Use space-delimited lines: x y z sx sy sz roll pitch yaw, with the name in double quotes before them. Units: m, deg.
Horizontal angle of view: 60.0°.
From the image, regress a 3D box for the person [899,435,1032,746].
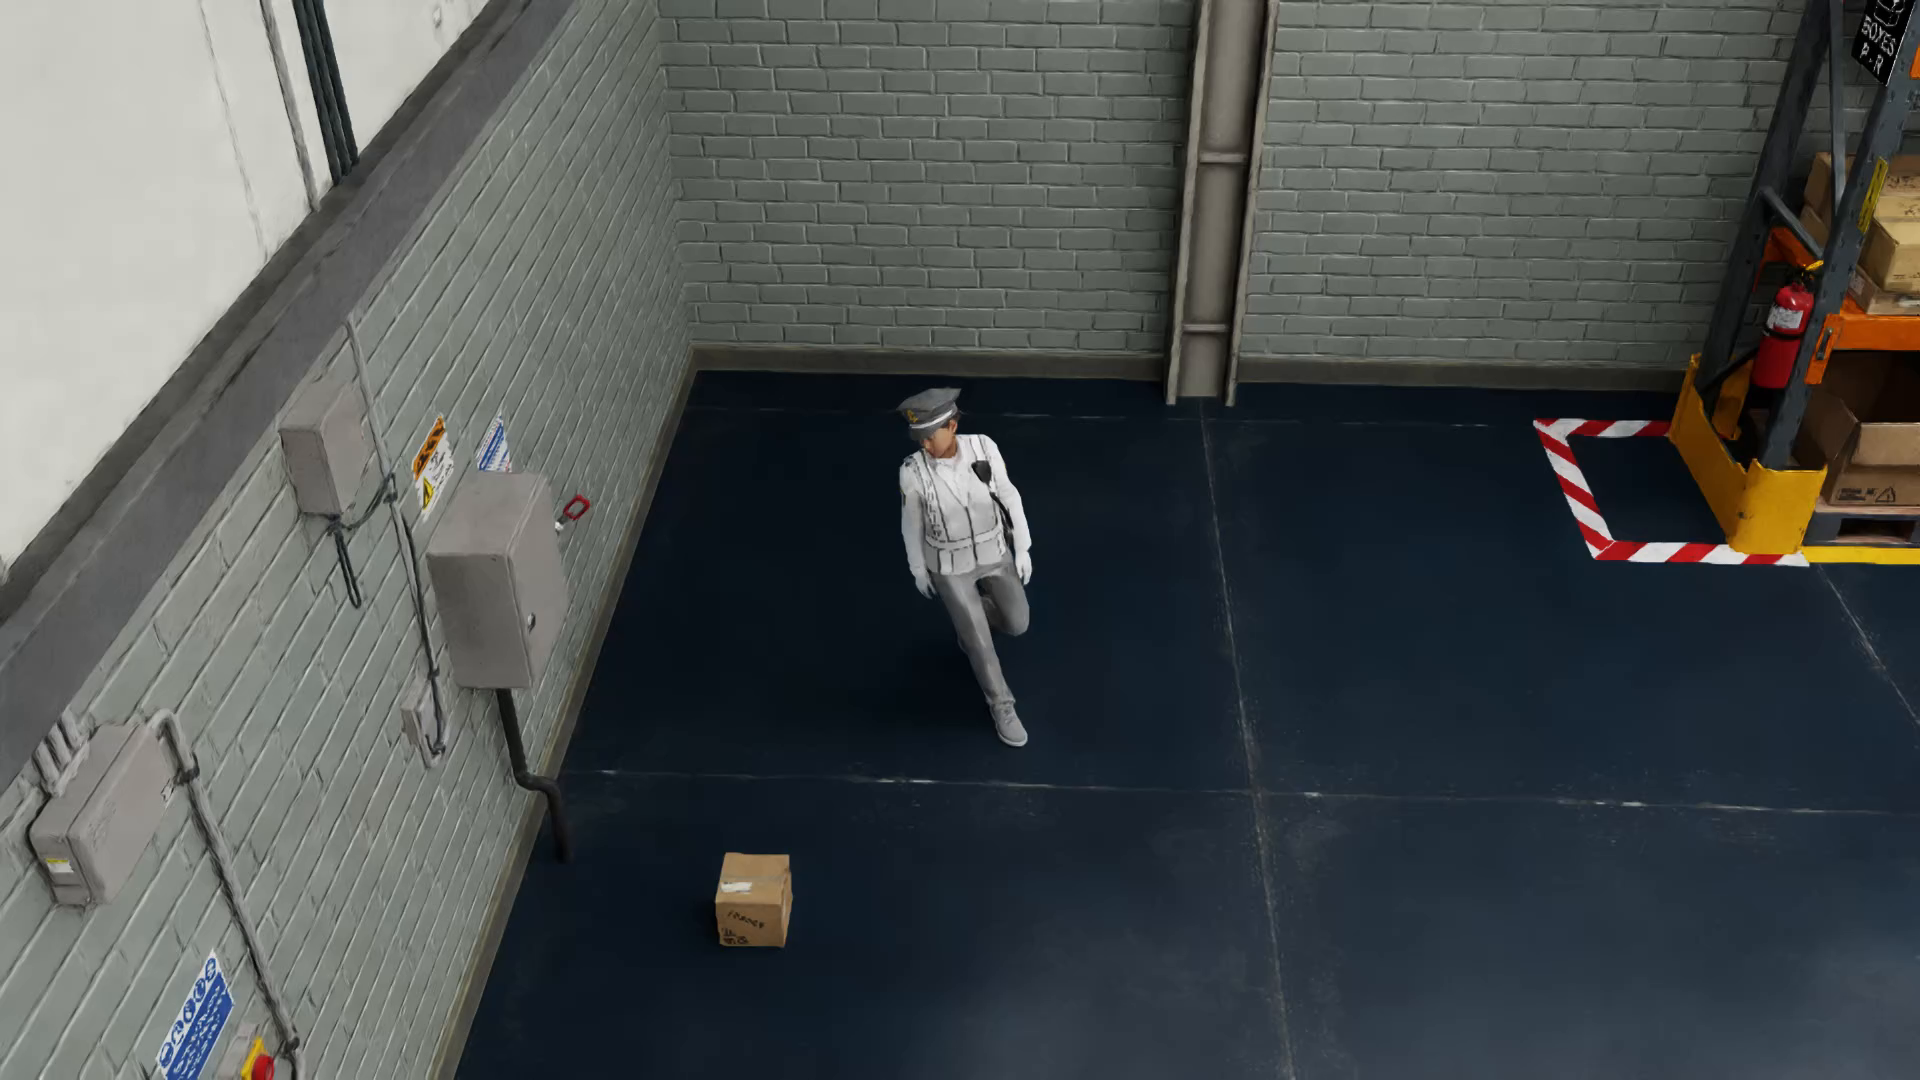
"person" 0.027 0.192 7.114 0.525 1.344 0.719 -12 38 -16
